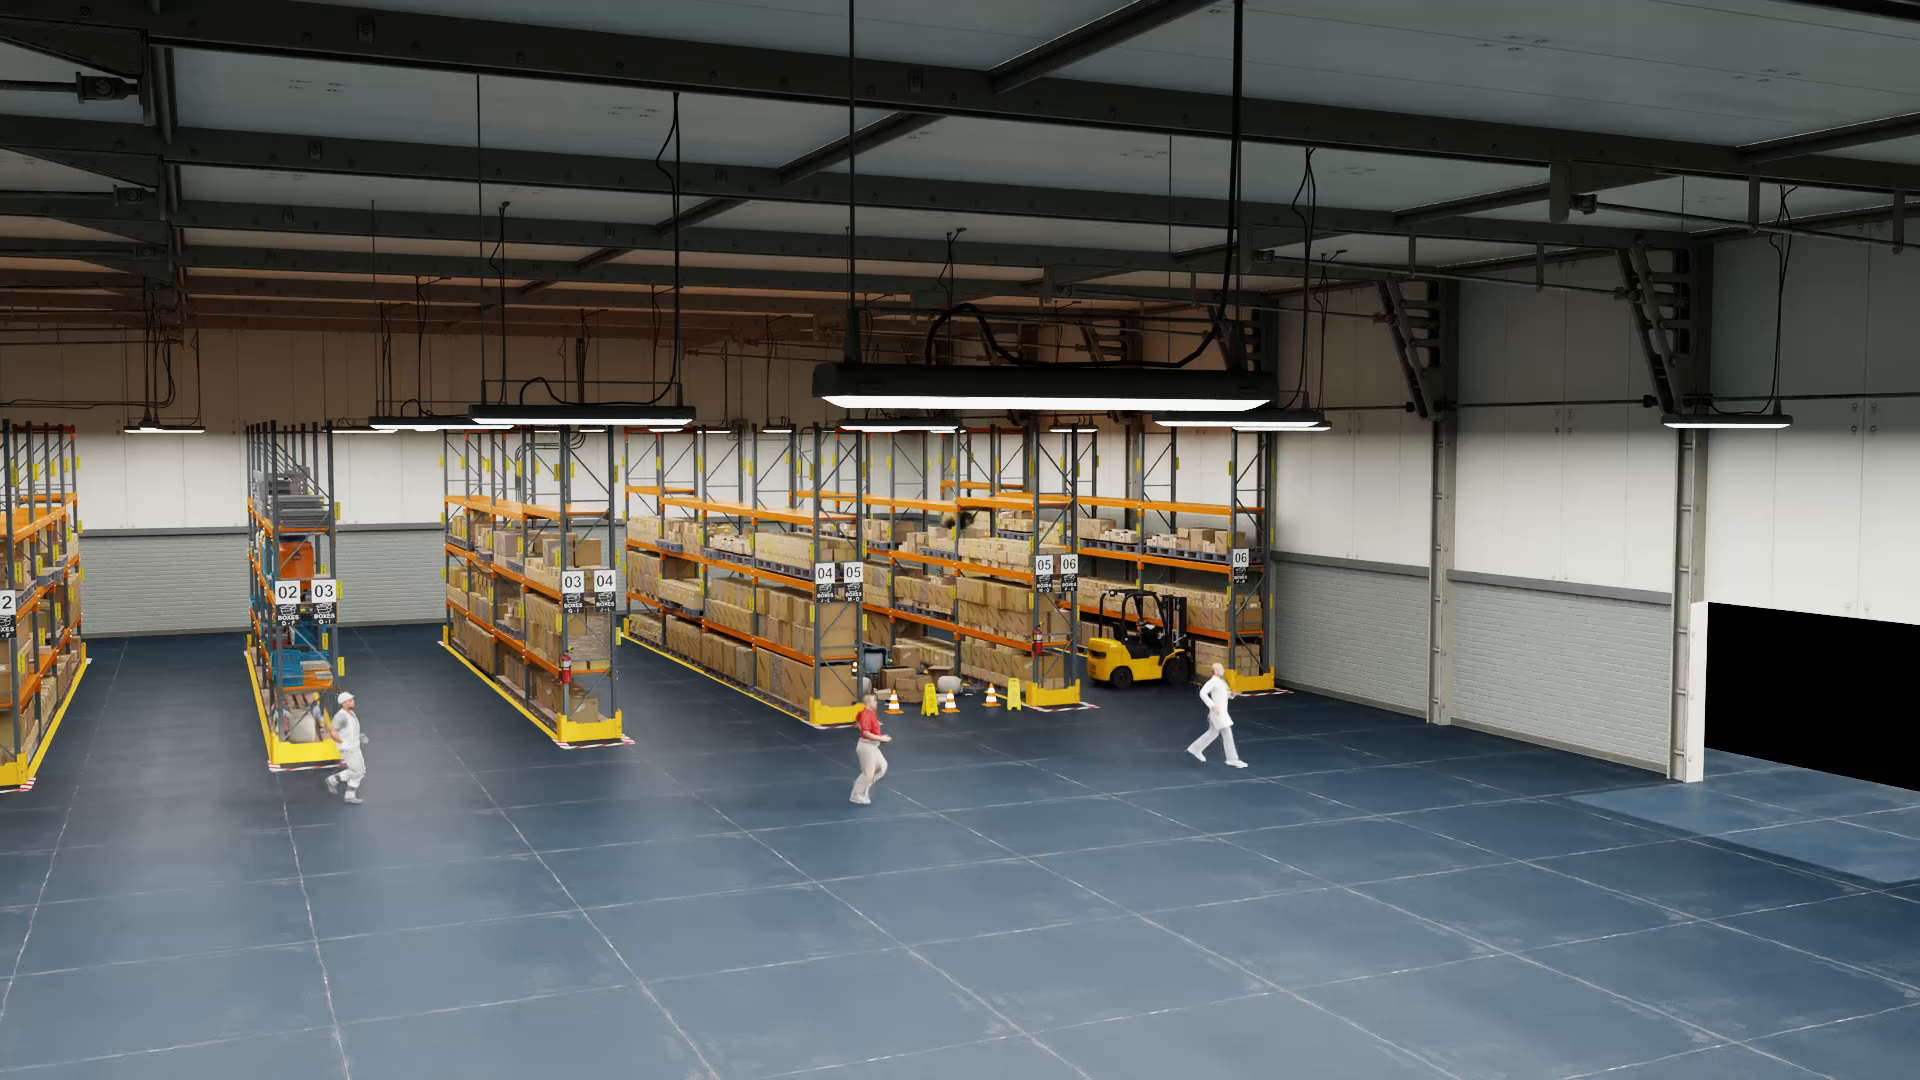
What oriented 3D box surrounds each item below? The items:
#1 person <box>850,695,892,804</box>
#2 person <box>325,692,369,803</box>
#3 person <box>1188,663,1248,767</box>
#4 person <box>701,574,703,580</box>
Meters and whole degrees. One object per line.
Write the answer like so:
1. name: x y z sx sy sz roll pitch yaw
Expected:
1. person: -1.380 3.261 25.879 0.666 1.727 0.689 0 4 3
2. person: -9.565 3.239 25.911 0.605 1.743 0.657 0 4 -1
3. person: 4.454 3.007 28.733 1.053 1.775 0.697 1 4 14
4. person: -7.424 1.855 48.124 0.614 1.708 0.908 -2 4 -30
